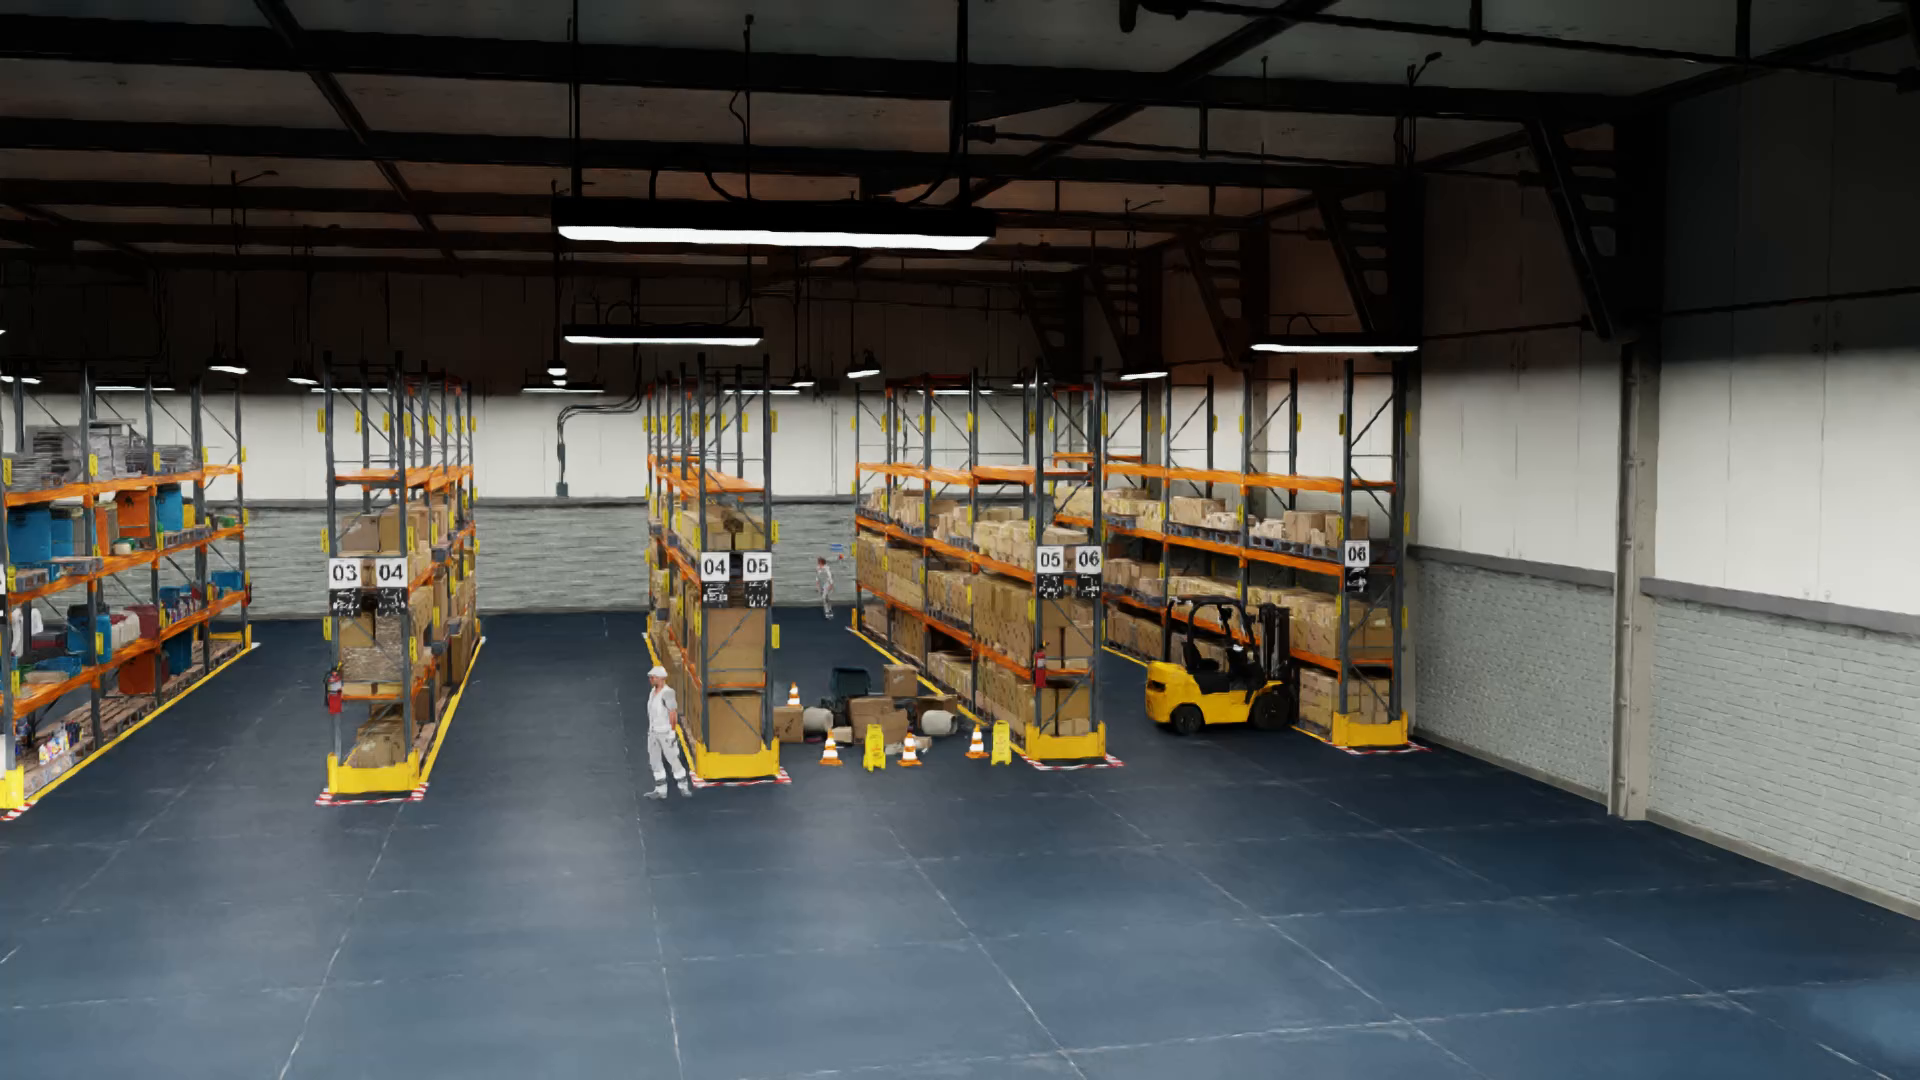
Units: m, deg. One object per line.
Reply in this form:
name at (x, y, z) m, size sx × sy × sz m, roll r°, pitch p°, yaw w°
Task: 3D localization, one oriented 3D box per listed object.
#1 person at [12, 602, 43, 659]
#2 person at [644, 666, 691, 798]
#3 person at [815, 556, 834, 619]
person at (-17.889, 1.968, 31.872) m, size 0.603 × 1.628 × 1.093 m, roll -1°, pitch 4°, yaw -14°
person at (-3.946, 2.569, 22.326) m, size 0.553 × 1.781 × 0.646 m, roll -4°, pitch 5°, yaw -43°
person at (-3.464, 1.220, 43.004) m, size 0.519 × 1.606 × 0.463 m, roll 4°, pitch 5°, yaw 43°
